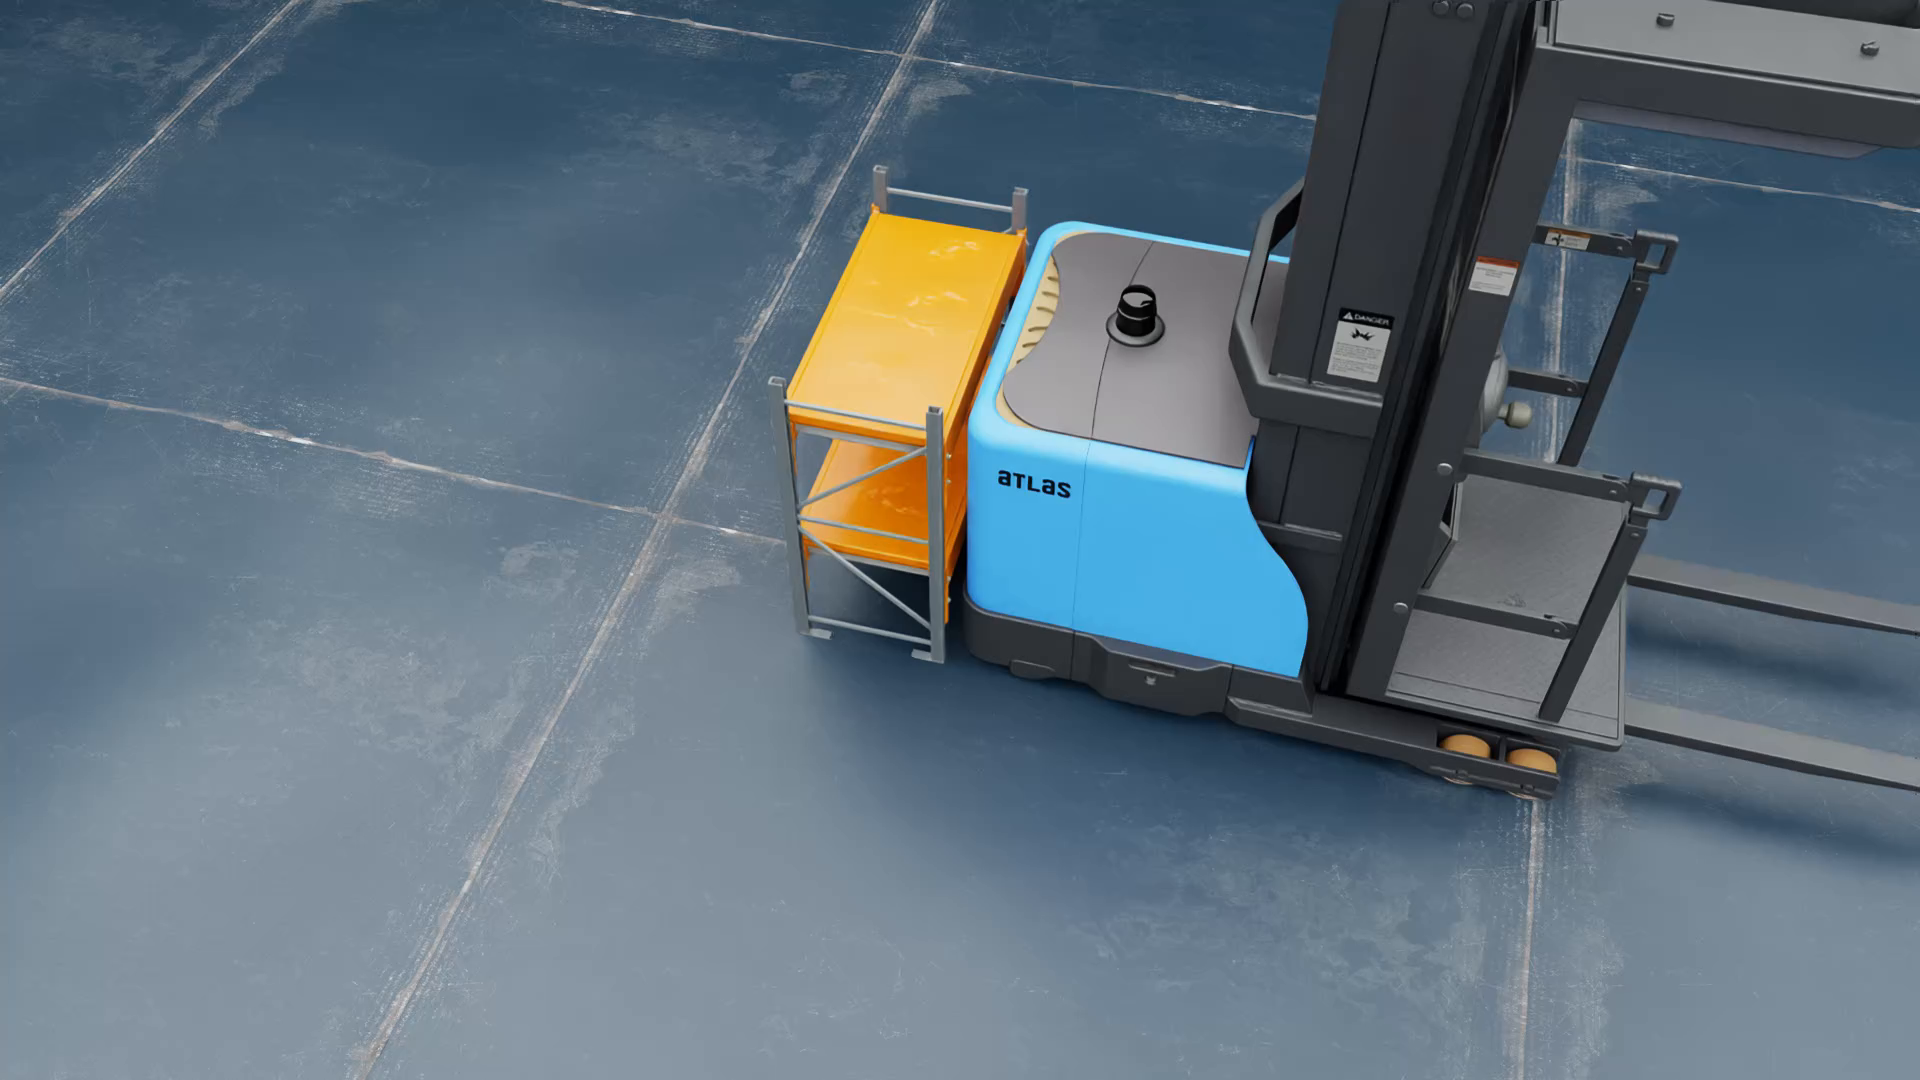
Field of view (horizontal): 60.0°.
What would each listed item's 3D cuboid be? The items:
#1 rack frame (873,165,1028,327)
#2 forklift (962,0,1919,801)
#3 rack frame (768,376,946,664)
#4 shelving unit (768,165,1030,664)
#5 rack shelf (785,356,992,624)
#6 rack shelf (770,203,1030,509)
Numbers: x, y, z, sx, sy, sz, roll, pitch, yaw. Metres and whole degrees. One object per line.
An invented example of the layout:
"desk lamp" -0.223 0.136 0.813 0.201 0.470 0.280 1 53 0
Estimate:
"rack frame" -0.032 -0.766 5.675 0.500 1.125 0.032 11 50 10
"forklift" 1.583 -0.629 4.350 3.031 2.935 1.130 12 50 10
"rack frame" -0.291 -0.028 5.025 0.500 1.125 0.032 11 50 10
"shelving unit" -0.162 -0.397 5.350 0.538 1.125 1.048 11 50 10
"rack shelf" -0.162 -0.235 5.533 0.538 0.278 1.000 11 50 10
"rack shelf" -0.162 -0.591 5.131 0.538 0.278 1.000 11 50 10
